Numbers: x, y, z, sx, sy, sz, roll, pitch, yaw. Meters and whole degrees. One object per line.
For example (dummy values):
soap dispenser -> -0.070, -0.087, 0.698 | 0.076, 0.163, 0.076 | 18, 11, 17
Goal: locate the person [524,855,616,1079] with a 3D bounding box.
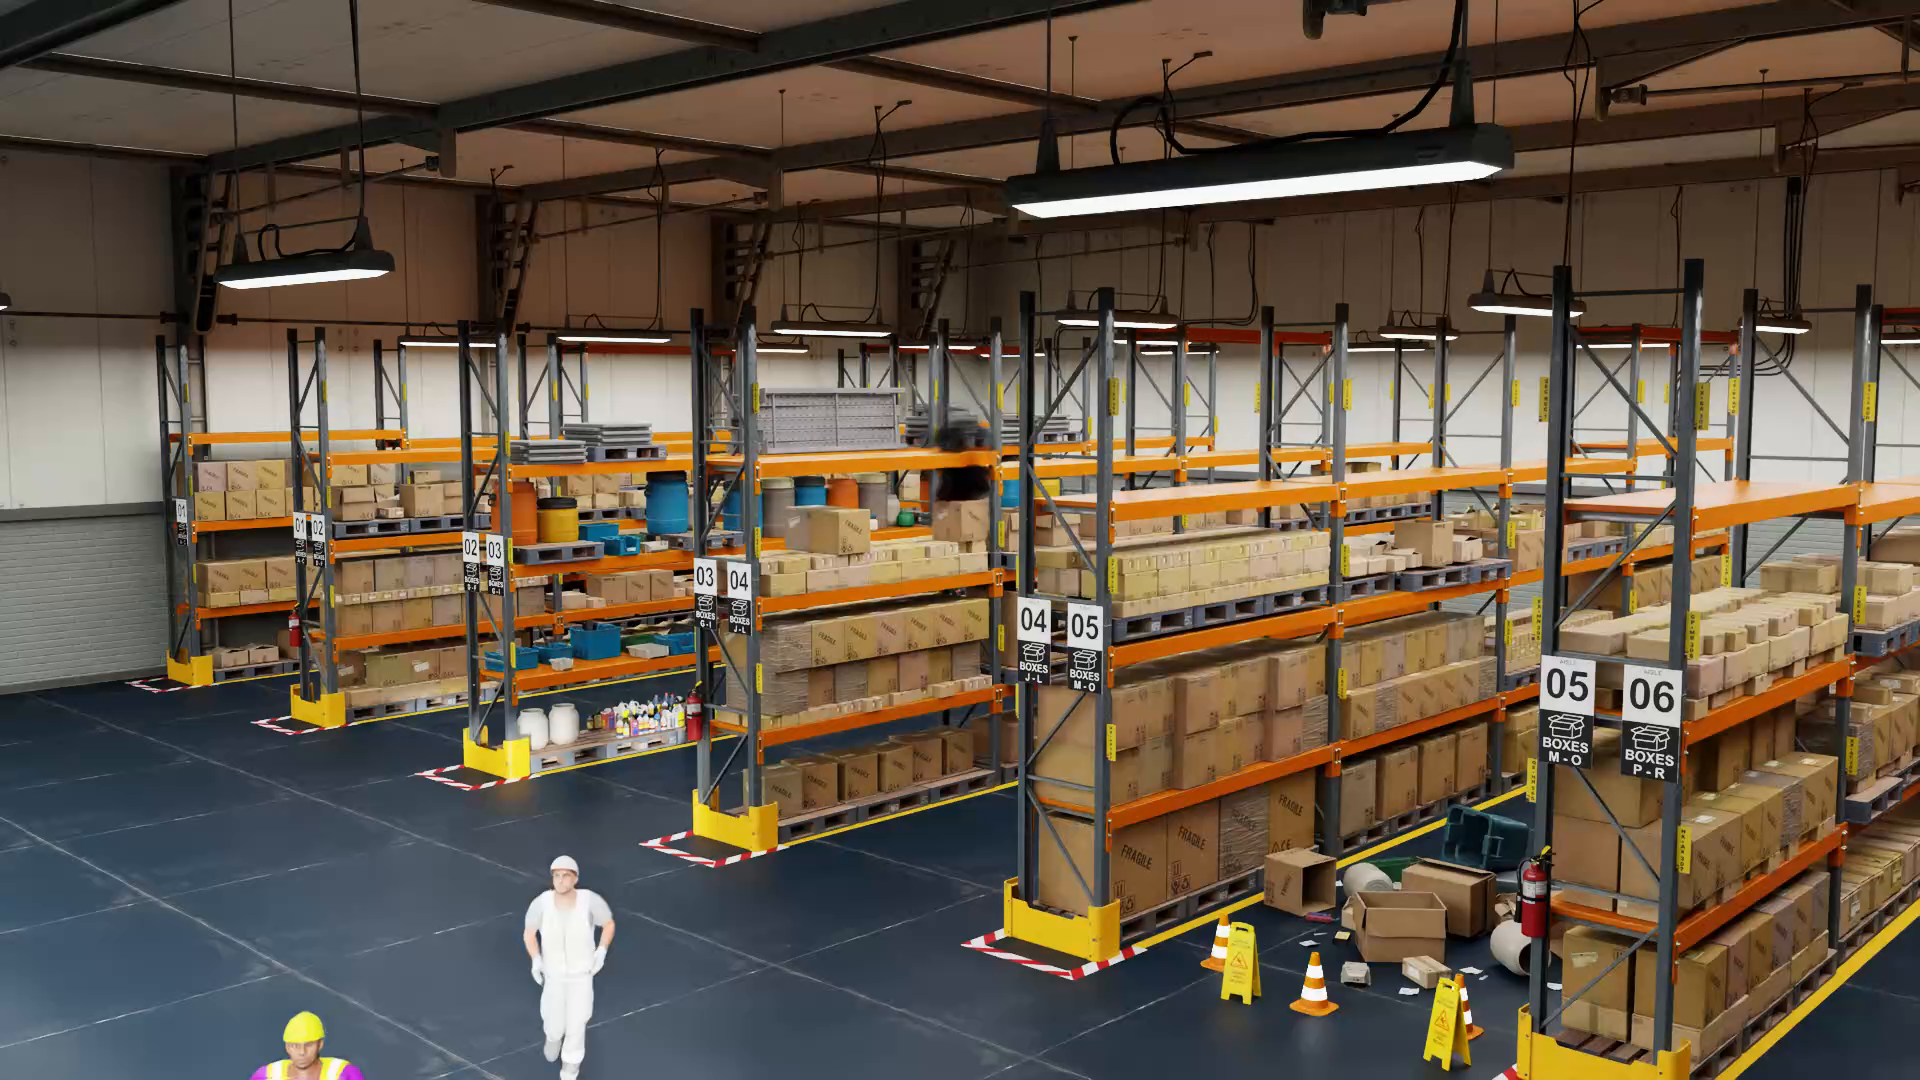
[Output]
person -> -2.859, 3.158, 12.206 | 0.657, 1.765, 0.700 | -1, 5, -9

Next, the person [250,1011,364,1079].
person -> -3.516, 3.437, 8.963 | 0.677, 1.821, 0.820 | -2, 6, -20
